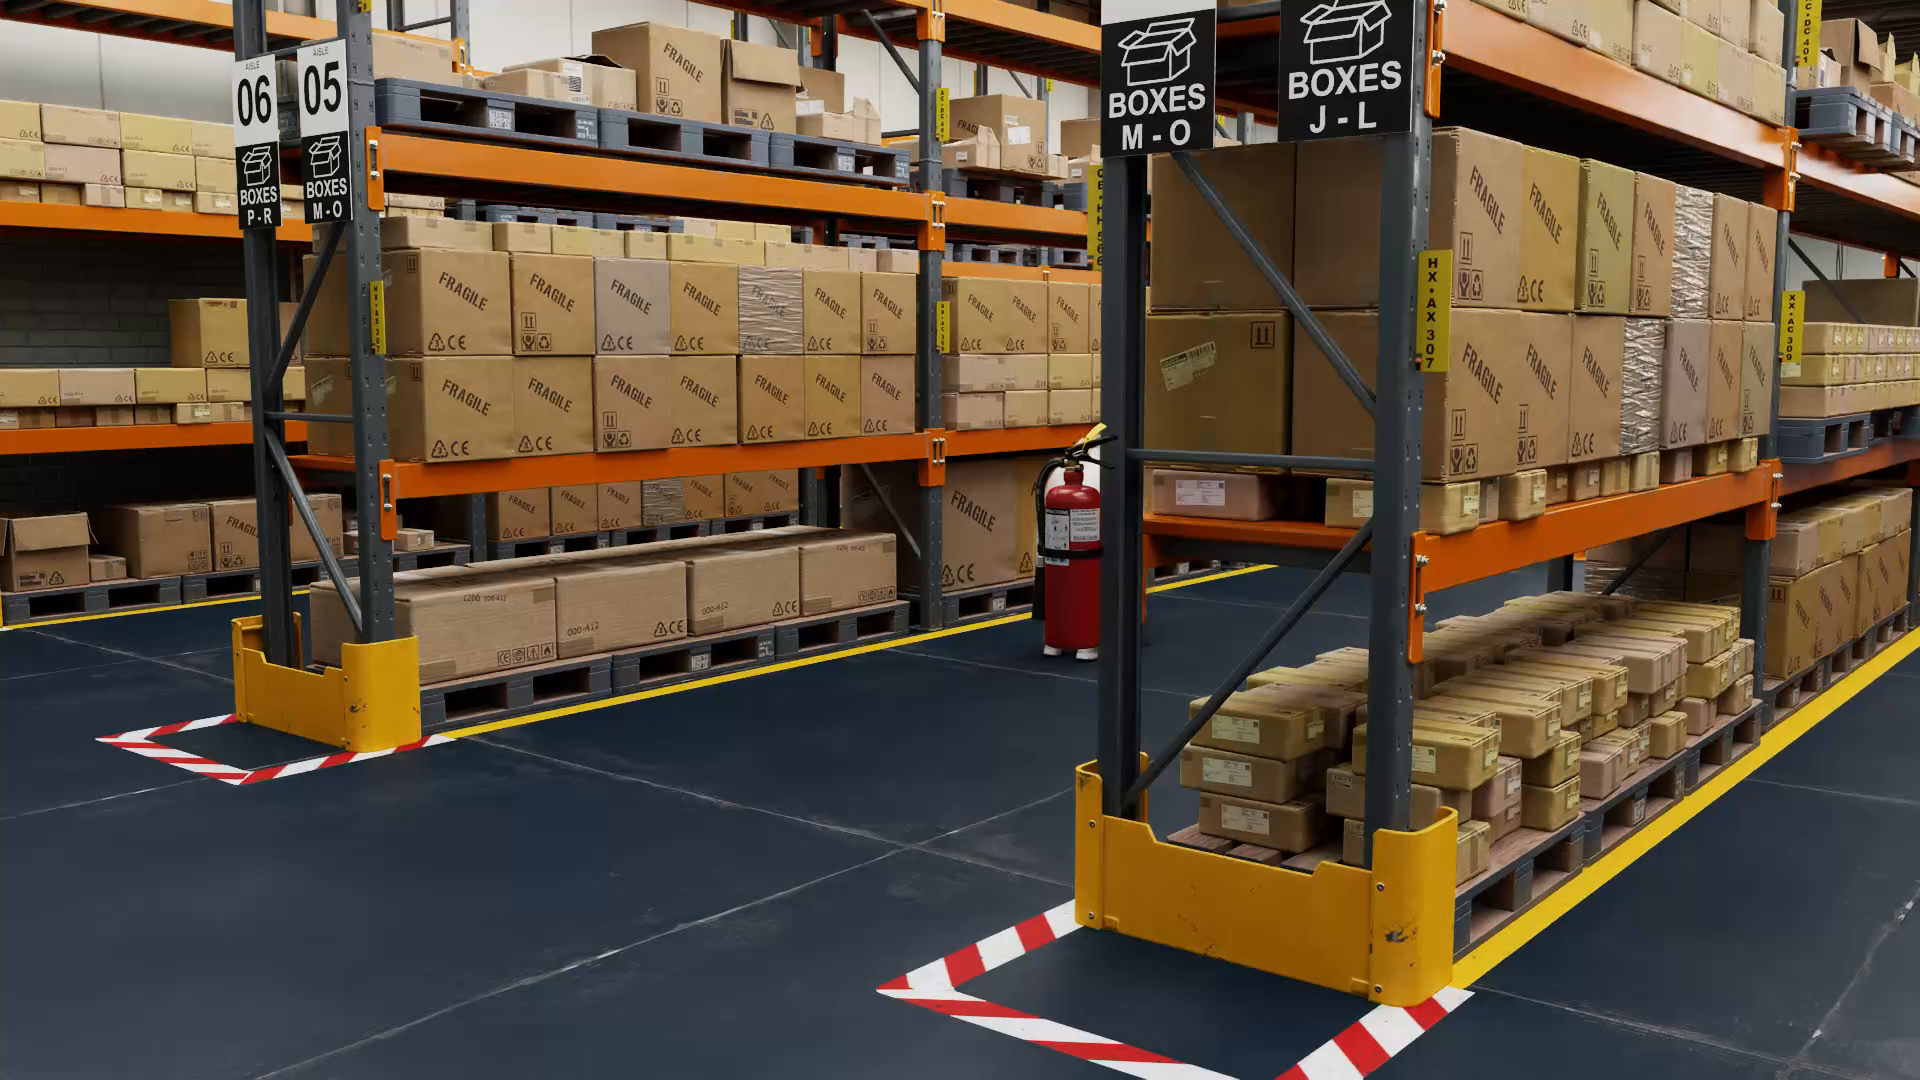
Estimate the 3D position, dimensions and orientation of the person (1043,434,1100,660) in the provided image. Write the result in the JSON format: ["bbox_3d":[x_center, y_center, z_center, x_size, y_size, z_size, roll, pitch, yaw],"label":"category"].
[{"bbox_3d":[0.844,-0.032,10.098,0.552,1.435,0.859,5,8,37],"label":"person"}]
